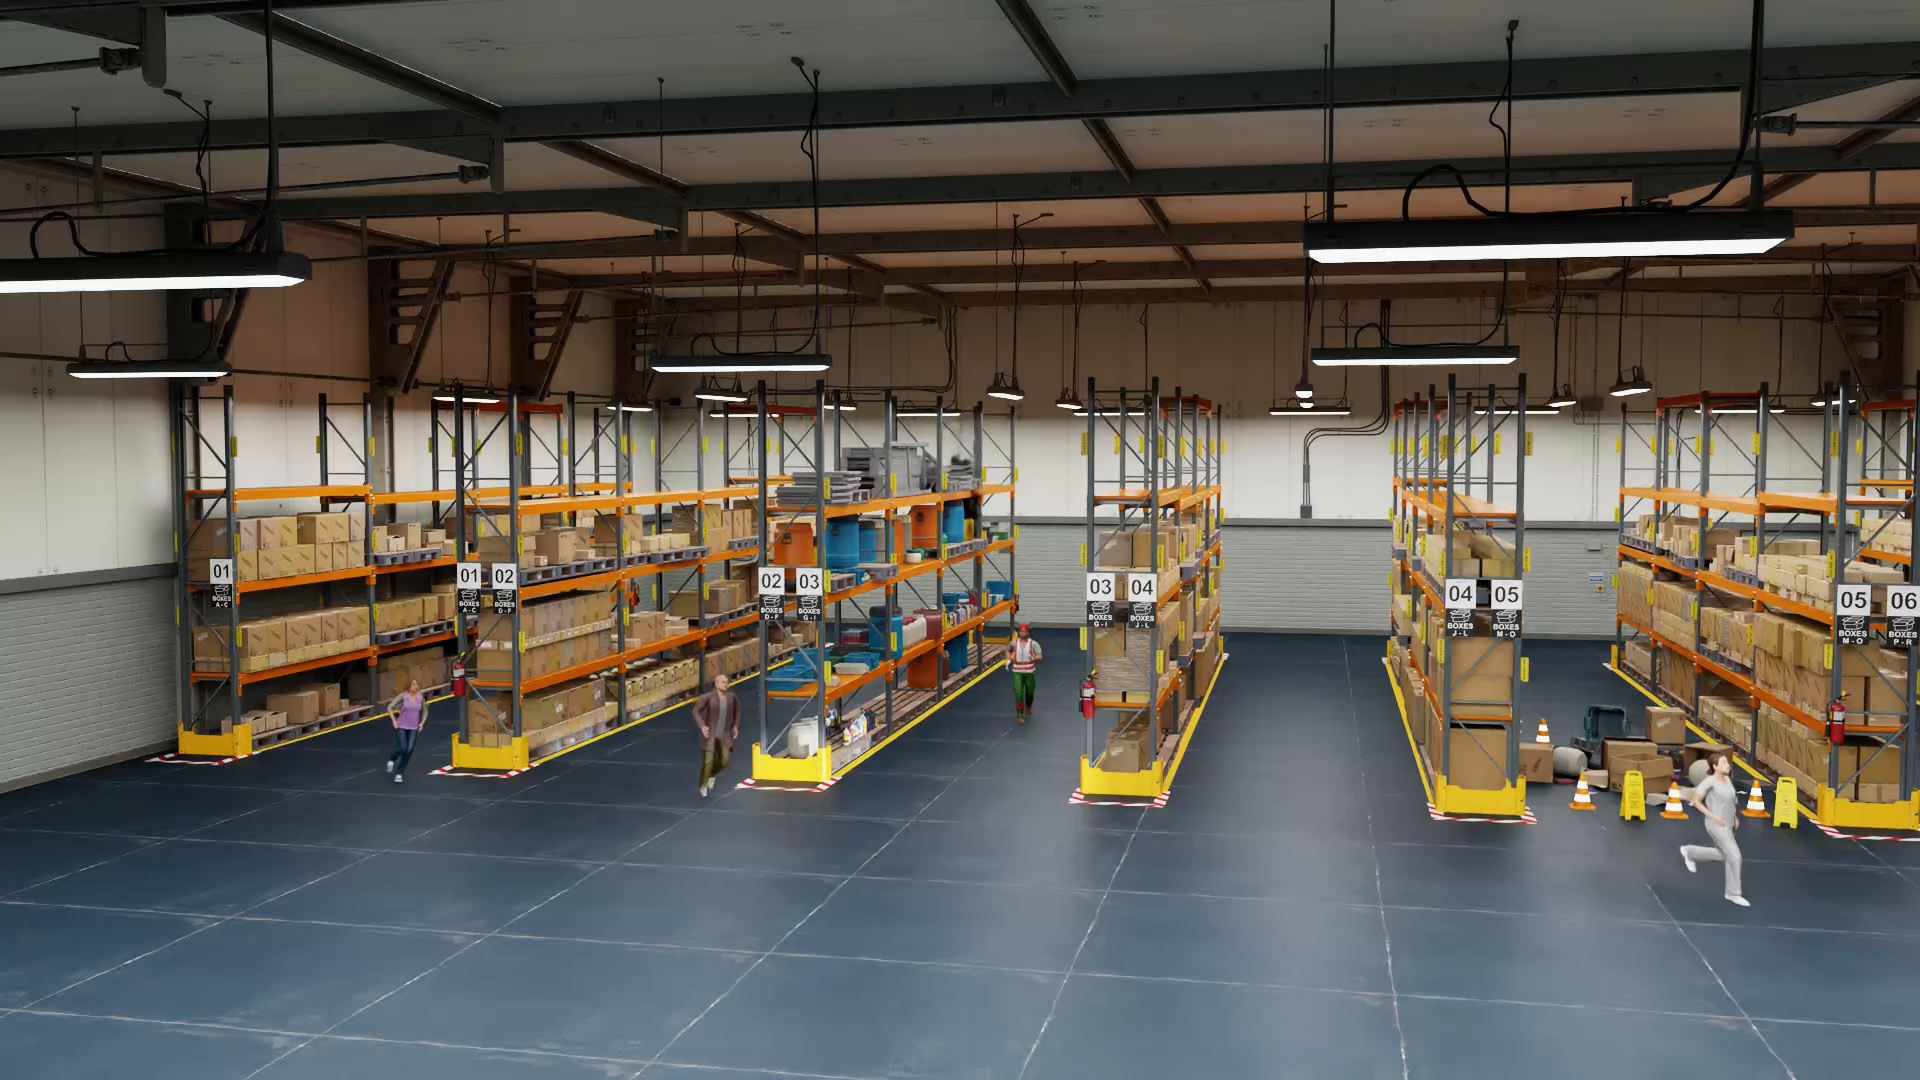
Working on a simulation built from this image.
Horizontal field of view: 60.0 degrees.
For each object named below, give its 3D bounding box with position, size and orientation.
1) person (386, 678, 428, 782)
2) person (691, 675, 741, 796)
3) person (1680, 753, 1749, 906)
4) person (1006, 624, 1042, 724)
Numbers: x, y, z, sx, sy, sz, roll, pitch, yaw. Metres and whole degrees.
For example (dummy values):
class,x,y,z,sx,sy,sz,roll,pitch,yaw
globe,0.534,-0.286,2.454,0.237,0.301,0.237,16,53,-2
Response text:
class,x,y,z,sx,sy,sz,roll,pitch,yaw
person,-8.304,2.843,25.058,0.586,1.538,0.502,-2,4,-36
person,-3.481,2.811,24.000,0.772,1.726,0.561,-2,4,-25
person,8.404,3.173,18.449,0.563,1.640,0.788,-2,4,-37
person,1.158,2.397,30.165,0.661,1.765,1.002,0,3,3
